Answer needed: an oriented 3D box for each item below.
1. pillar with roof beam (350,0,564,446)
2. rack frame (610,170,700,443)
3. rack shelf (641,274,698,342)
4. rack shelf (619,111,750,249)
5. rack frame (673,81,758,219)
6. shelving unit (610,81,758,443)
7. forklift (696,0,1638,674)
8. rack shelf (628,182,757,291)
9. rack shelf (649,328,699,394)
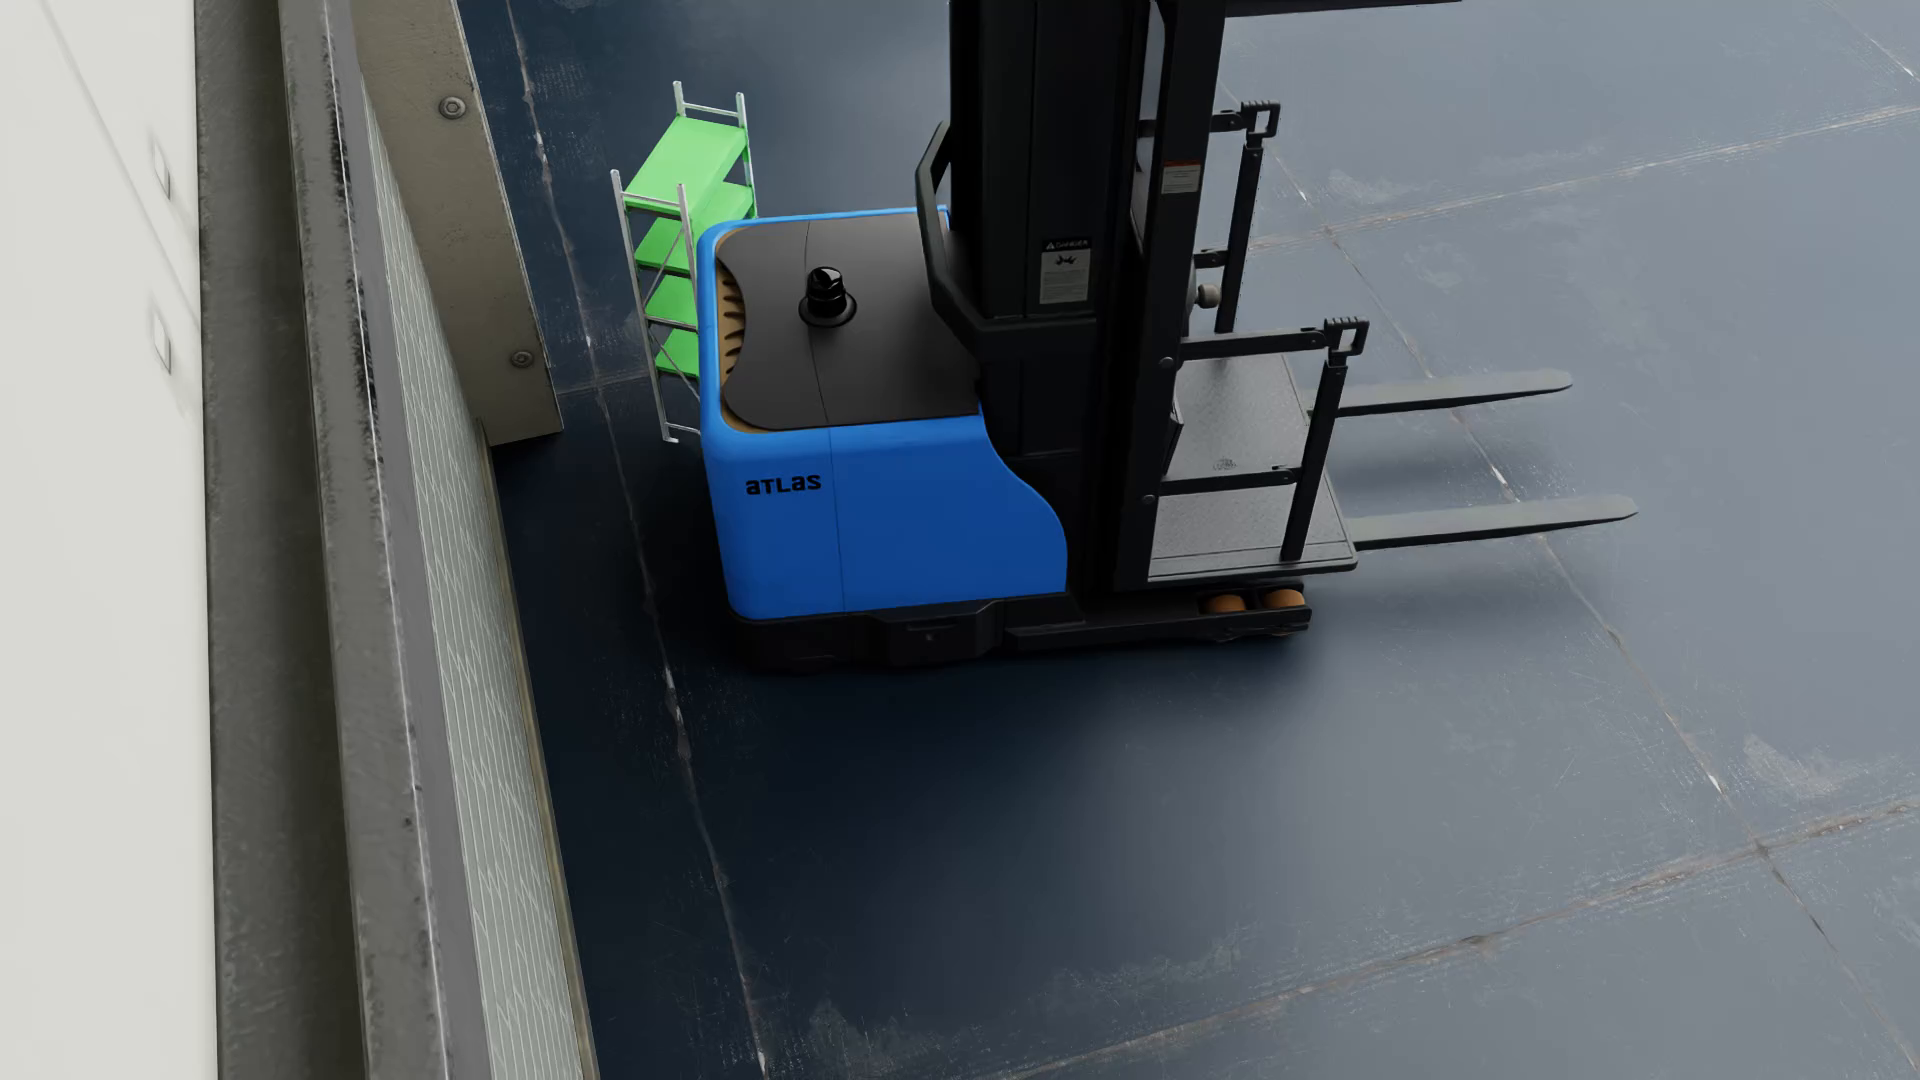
[{"bbox_3d":[2.458,-4.386,3.562,9.100,9.000,0.400,-13,51,-11],"label":"pillar with roof beam"},{"bbox_3d":[-0.964,-0.728,5.579,0.240,1.200,0.015,13,51,11],"label":"rack frame"},{"bbox_3d":[-0.893,-0.866,5.778,0.258,0.148,0.480,13,51,11],"label":"rack shelf"},{"bbox_3d":[-0.893,-1.175,5.411,0.258,0.148,0.480,13,51,11],"label":"rack shelf"},{"bbox_3d":[-0.822,-1.085,5.880,0.240,1.200,0.015,13,51,11],"label":"rack frame"},{"bbox_3d":[-0.893,-0.907,5.730,0.258,1.200,0.503,13,51,11],"label":"shelving unit"},{"bbox_3d":[0.719,-1.011,4.686,3.031,2.935,1.130,-5,50,-4],"label":"forklift"},{"bbox_3d":[-0.893,-1.020,5.595,0.258,0.148,0.480,13,51,11],"label":"rack shelf"},{"bbox_3d":[-0.893,-0.711,5.962,0.258,0.148,0.480,13,51,11],"label":"rack shelf"}]
